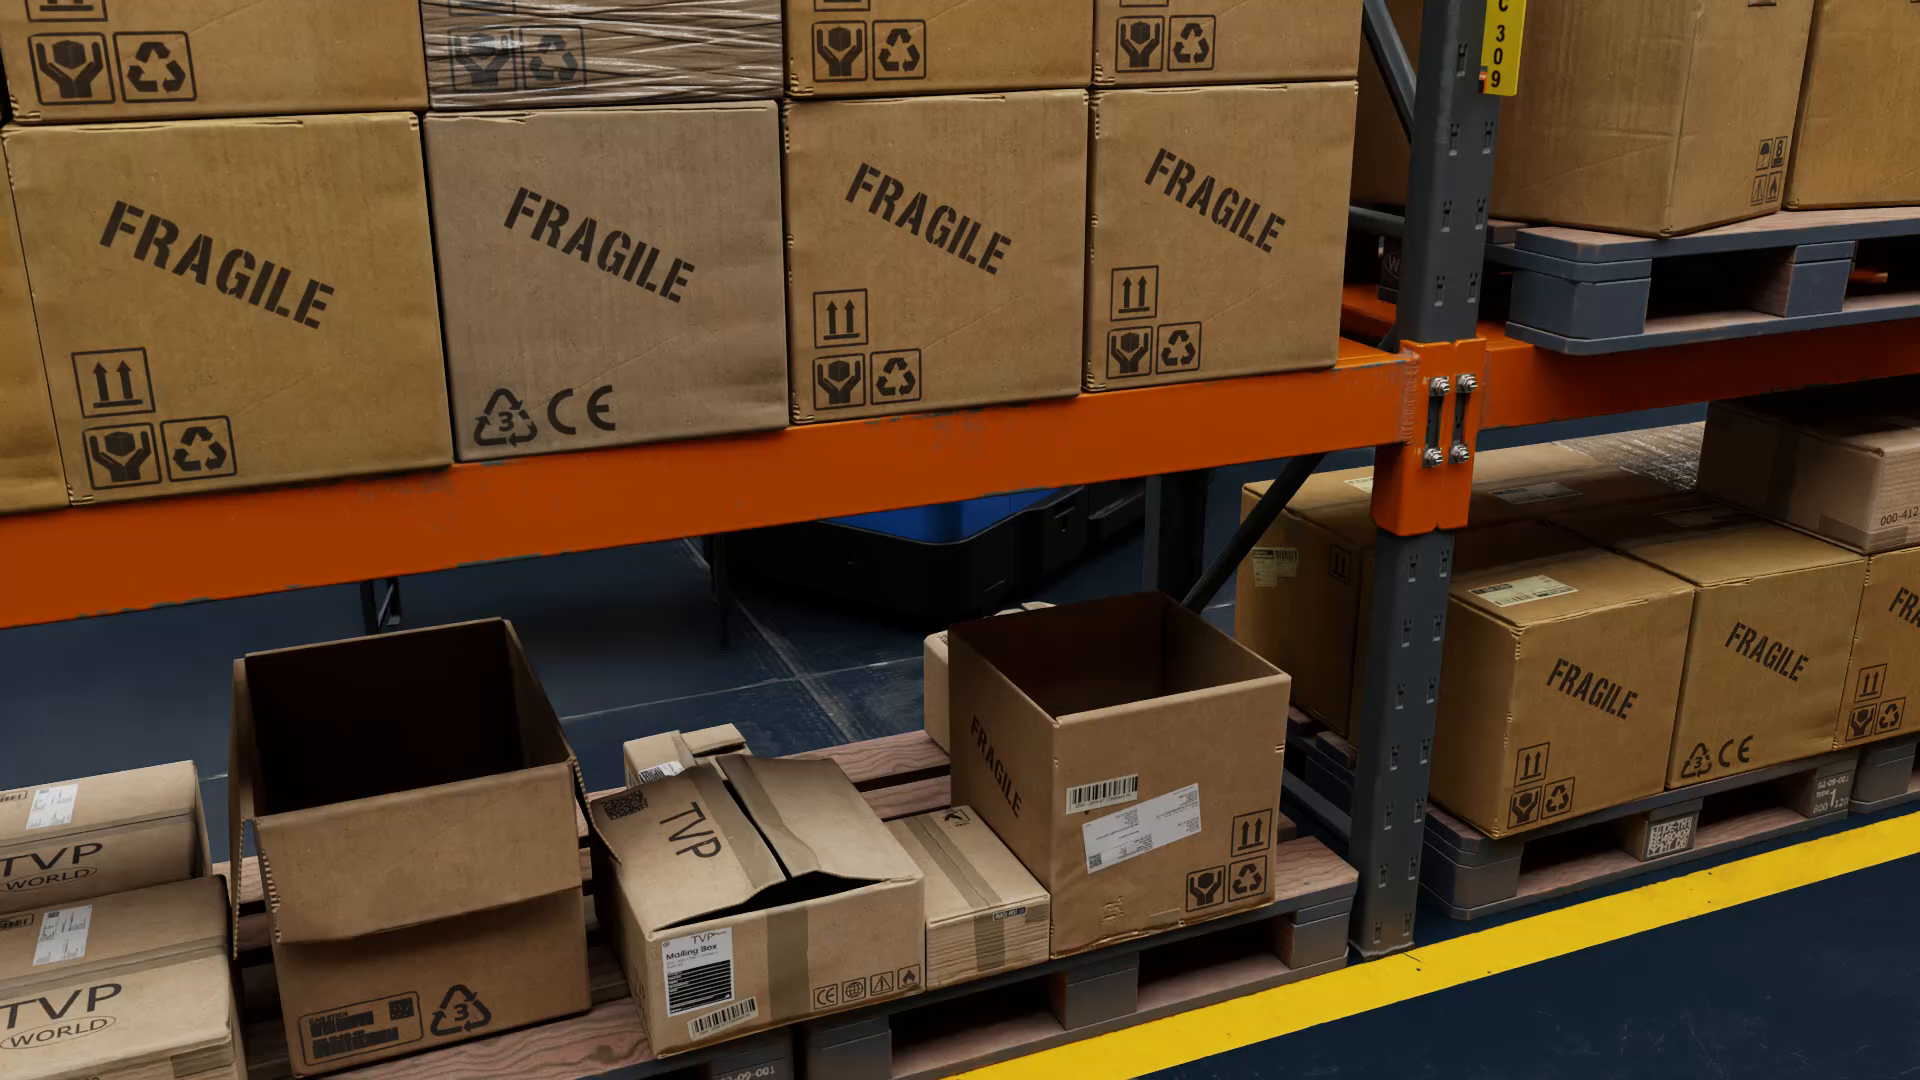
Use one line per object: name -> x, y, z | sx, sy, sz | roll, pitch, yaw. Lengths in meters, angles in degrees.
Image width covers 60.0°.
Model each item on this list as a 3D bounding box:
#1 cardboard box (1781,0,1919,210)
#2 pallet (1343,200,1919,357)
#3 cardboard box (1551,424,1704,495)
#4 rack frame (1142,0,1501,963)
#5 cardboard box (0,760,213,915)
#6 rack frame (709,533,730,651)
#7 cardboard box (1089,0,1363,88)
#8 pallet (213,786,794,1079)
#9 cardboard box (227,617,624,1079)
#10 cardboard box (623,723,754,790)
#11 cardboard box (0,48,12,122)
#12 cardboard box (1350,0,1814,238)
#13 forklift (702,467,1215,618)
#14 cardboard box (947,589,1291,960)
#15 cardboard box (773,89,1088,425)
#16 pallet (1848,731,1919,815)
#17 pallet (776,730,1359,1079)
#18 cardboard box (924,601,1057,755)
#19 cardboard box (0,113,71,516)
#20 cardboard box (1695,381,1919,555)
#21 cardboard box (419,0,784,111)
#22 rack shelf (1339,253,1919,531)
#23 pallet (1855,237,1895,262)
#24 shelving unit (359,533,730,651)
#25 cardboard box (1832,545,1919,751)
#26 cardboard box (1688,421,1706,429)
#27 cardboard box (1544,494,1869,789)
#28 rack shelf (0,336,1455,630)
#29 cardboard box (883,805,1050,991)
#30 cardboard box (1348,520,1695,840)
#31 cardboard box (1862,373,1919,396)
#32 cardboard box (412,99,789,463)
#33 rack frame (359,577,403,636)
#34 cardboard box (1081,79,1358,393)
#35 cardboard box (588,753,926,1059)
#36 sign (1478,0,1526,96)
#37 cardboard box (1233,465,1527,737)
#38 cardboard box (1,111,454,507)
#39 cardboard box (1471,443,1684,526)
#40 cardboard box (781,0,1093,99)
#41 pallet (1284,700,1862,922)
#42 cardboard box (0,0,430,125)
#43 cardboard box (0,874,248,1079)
cardboard box -> 1.841, -1.035, 3.664 | 0.500, 0.500, 0.700 | -5, 20, -13
pallet -> 1.488, -0.668, 3.691 | 1.213, 0.211, 1.003 | -8, 21, -22
cardboard box -> 1.969, 0.005, 4.594 | 0.500, 0.500, 0.500 | -8, 21, -21
rack frame -> 0.711, -0.686, 3.455 | 0.127, 3.000, 1.000 | -8, 21, -22
cardboard box -> -1.676, 0.667, 3.089 | 0.500, 0.250, 0.500 | -8, 21, -22
rack frame -> -0.762, -0.452, 5.046 | 0.032, 1.500, 0.500 | -4, 20, -10
cardboard box -> 0.349, -1.060, 2.859 | 0.500, 0.500, 0.500 | -8, 21, -22
pallet -> -1.042, 0.881, 3.203 | 1.213, 0.211, 1.003 | -8, 21, -22
cardboard box -> -1.012, 0.532, 3.090 | 0.637, 0.503, 0.797 | -8, 21, -22
cardboard box -> -0.550, 0.549, 3.551 | 0.250, 0.166, 0.380 | -8, 21, -22
cardboard box -> -1.512, -0.792, 2.100 | 0.500, 0.500, 0.500 | -8, 21, -21
cardboard box -> 1.235, -0.926, 3.352 | 0.500, 0.500, 0.700 | -17, 26, -40
forklift -> 0.348, -1.578, 6.090 | 1.130, 2.935, 3.031 | 12, 23, 31
cardboard box -> 0.300, 0.447, 3.338 | 0.500, 0.500, 0.500 | -8, 21, -22
cardboard box -> -0.119, -0.521, 2.835 | 0.500, 0.500, 0.500 | -8, 21, -20
pallet -> 2.565, 0.349, 4.714 | 1.213, 0.211, 1.003 | -8, 21, -22
pallet -> 0.080, 0.719, 3.662 | 1.213, 0.211, 1.003 | -8, 21, -22
cardboard box -> 0.240, 0.364, 3.859 | 0.500, 0.311, 0.500 | -8, 21, -22
cardboard box -> -1.516, -0.320, 2.264 | 0.500, 0.500, 0.500 | -8, 21, -22
cardboard box -> 2.170, -0.189, 4.016 | 0.500, 0.250, 0.500 | -8, 21, -22
cardboard box -> -0.583, -0.925, 2.477 | 0.500, 0.500, 0.500 | -8, 21, -21
rack shelf -> 2.547, -0.610, 4.322 | 4.000, 0.370, 1.077 | -8, 21, -22
pallet -> 2.600, -0.865, 4.251 | 1.213, 0.211, 1.003 | -8, 21, -22
shelving unit -> -1.262, -0.420, 4.957 | 1.048, 1.500, 0.538 | -4, 20, -10
cardboard box -> 2.199, 0.159, 4.156 | 0.500, 0.500, 0.500 | -8, 21, -21
cardboard box -> 2.435, -0.063, 4.786 | 0.500, 0.500, 0.500 | -9, 21, -24
cardboard box -> 1.737, 0.222, 3.975 | 0.500, 0.500, 0.500 | -8, 21, -21
rack shelf -> -1.125, -0.084, 2.827 | 4.000, 0.370, 1.077 | -8, 21, -22
cardboard box -> -0.020, 0.680, 3.205 | 0.250, 0.149, 0.380 | -8, 21, -22
cardboard box -> 1.252, 0.296, 3.767 | 0.500, 0.500, 0.500 | -9, 21, -24
cardboard box -> 2.630, -0.256, 4.204 | 0.500, 0.250, 0.500 | -9, 21, -23
cardboard box -> -0.590, -0.453, 2.641 | 0.500, 0.500, 0.500 | -8, 21, -21
rack frame -> -1.761, -0.389, 4.868 | 0.032, 1.500, 0.500 | -4, 20, -10
cardboard box -> 0.354, -0.589, 3.029 | 0.500, 0.500, 0.500 | -8, 21, -21
cardboard box -> -0.388, 0.635, 3.090 | 0.500, 0.311, 0.500 | -8, 21, -22
sign -> 0.933, -0.930, 2.844 | 0.005, 0.325, 0.100 | -8, 21, -22
cardboard box -> 1.051, 0.133, 4.229 | 0.500, 0.500, 0.500 | -8, 21, -22
cardboard box -> -1.057, -0.385, 2.449 | 0.500, 0.500, 0.500 | -8, 21, -21
cardboard box -> 1.508, 0.070, 4.407 | 0.500, 0.500, 0.500 | -8, 21, -22
cardboard box -> -0.120, -0.991, 2.665 | 0.500, 0.500, 0.500 | -9, 21, -23
pallet -> 1.443, 0.510, 4.255 | 1.213, 0.211, 1.003 | -8, 21, -22
cardboard box -> -1.045, -0.859, 2.290 | 0.500, 0.500, 0.500 | -8, 21, -22
cardboard box -> -1.432, 0.813, 2.675 | 0.500, 0.250, 0.500 | -8, 21, -22
